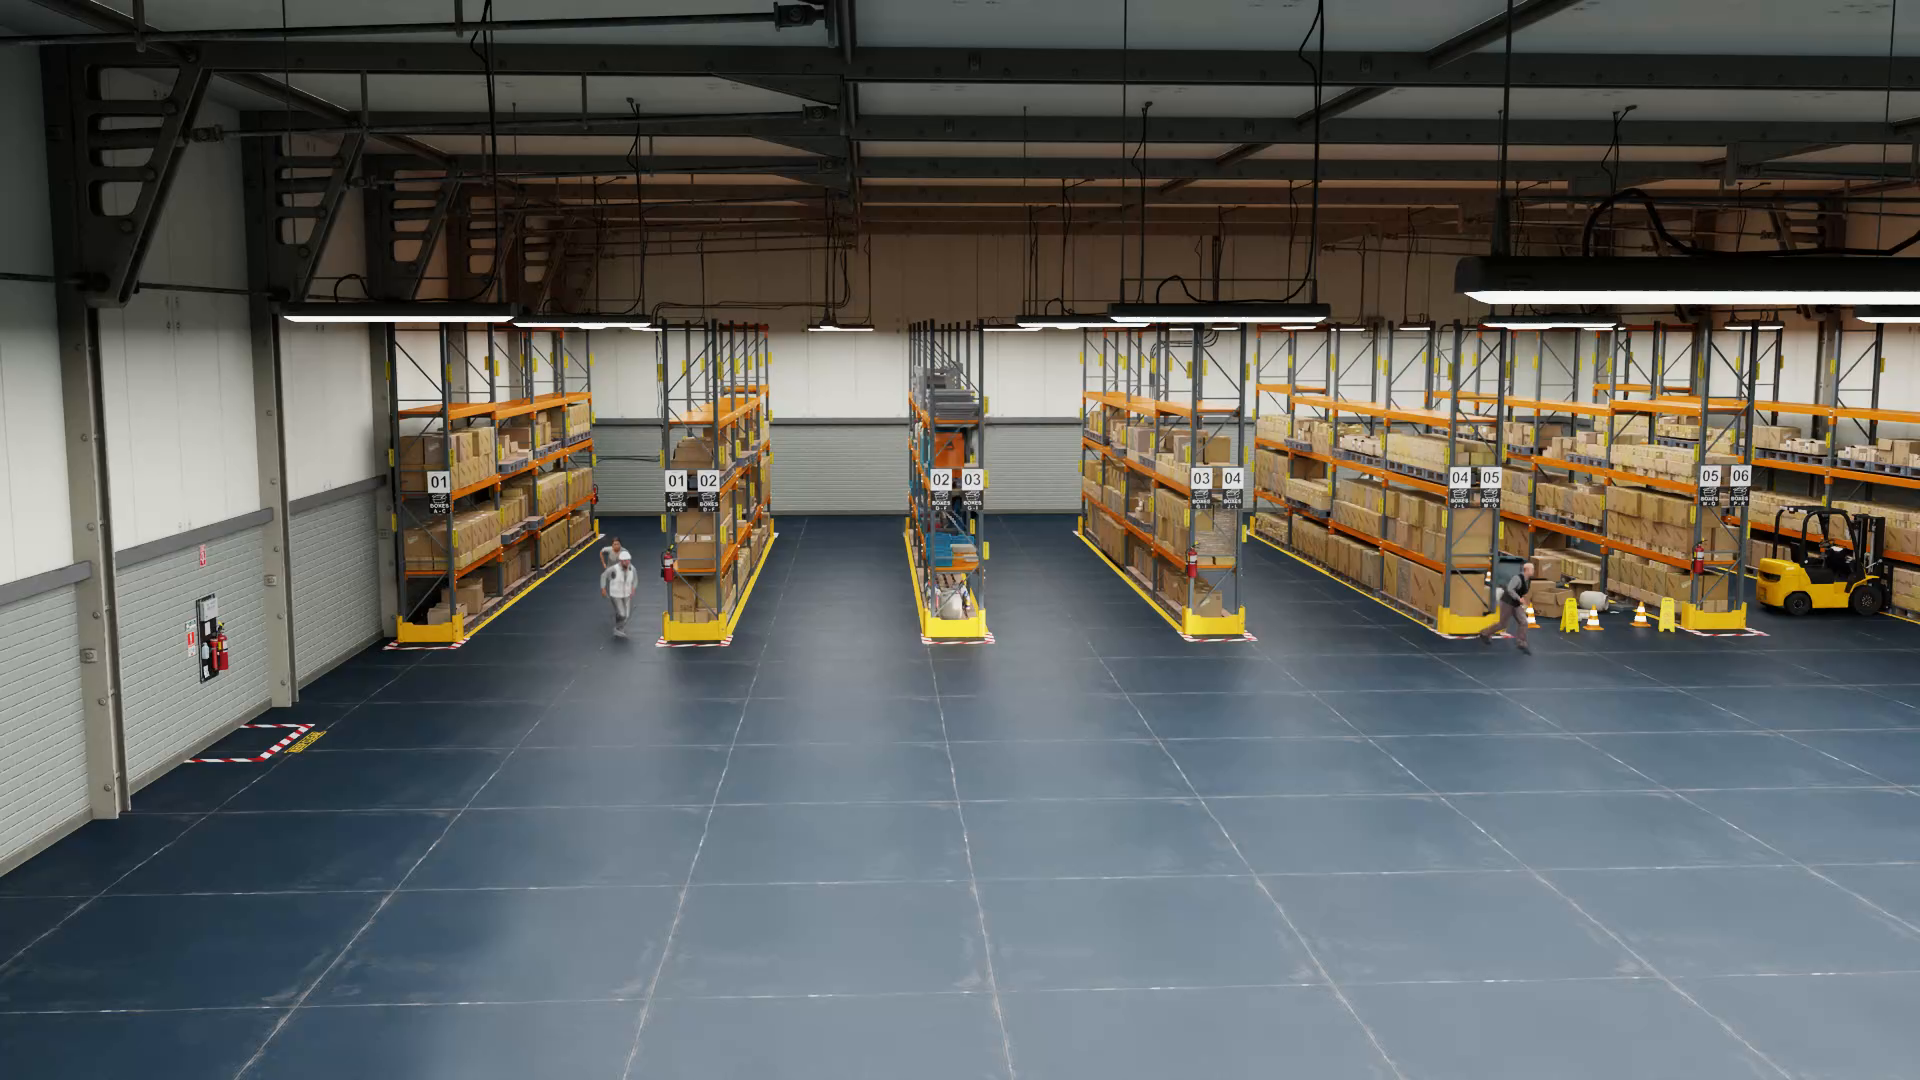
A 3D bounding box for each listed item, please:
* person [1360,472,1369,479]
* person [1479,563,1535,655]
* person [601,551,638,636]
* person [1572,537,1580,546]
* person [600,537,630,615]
[{"bbox_3d":[12.026,-1.281,49.355,1.009,1.798,0.707,0,7,-3],"label":"person"},{"bbox_3d":[9.924,1.212,30.141,1.006,1.683,0.695,6,9,38],"label":"person"},{"bbox_3d":[-6.387,1.023,31.308,0.678,1.654,0.695,-4,8,-32],"label":"person"},{"bbox_3d":[16.474,-0.648,44.861,0.583,1.747,0.801,-3,8,-20],"label":"person"},{"bbox_3d":[-7.120,0.713,34.377,0.603,1.626,1.003,-2,7,-12],"label":"person"}]
